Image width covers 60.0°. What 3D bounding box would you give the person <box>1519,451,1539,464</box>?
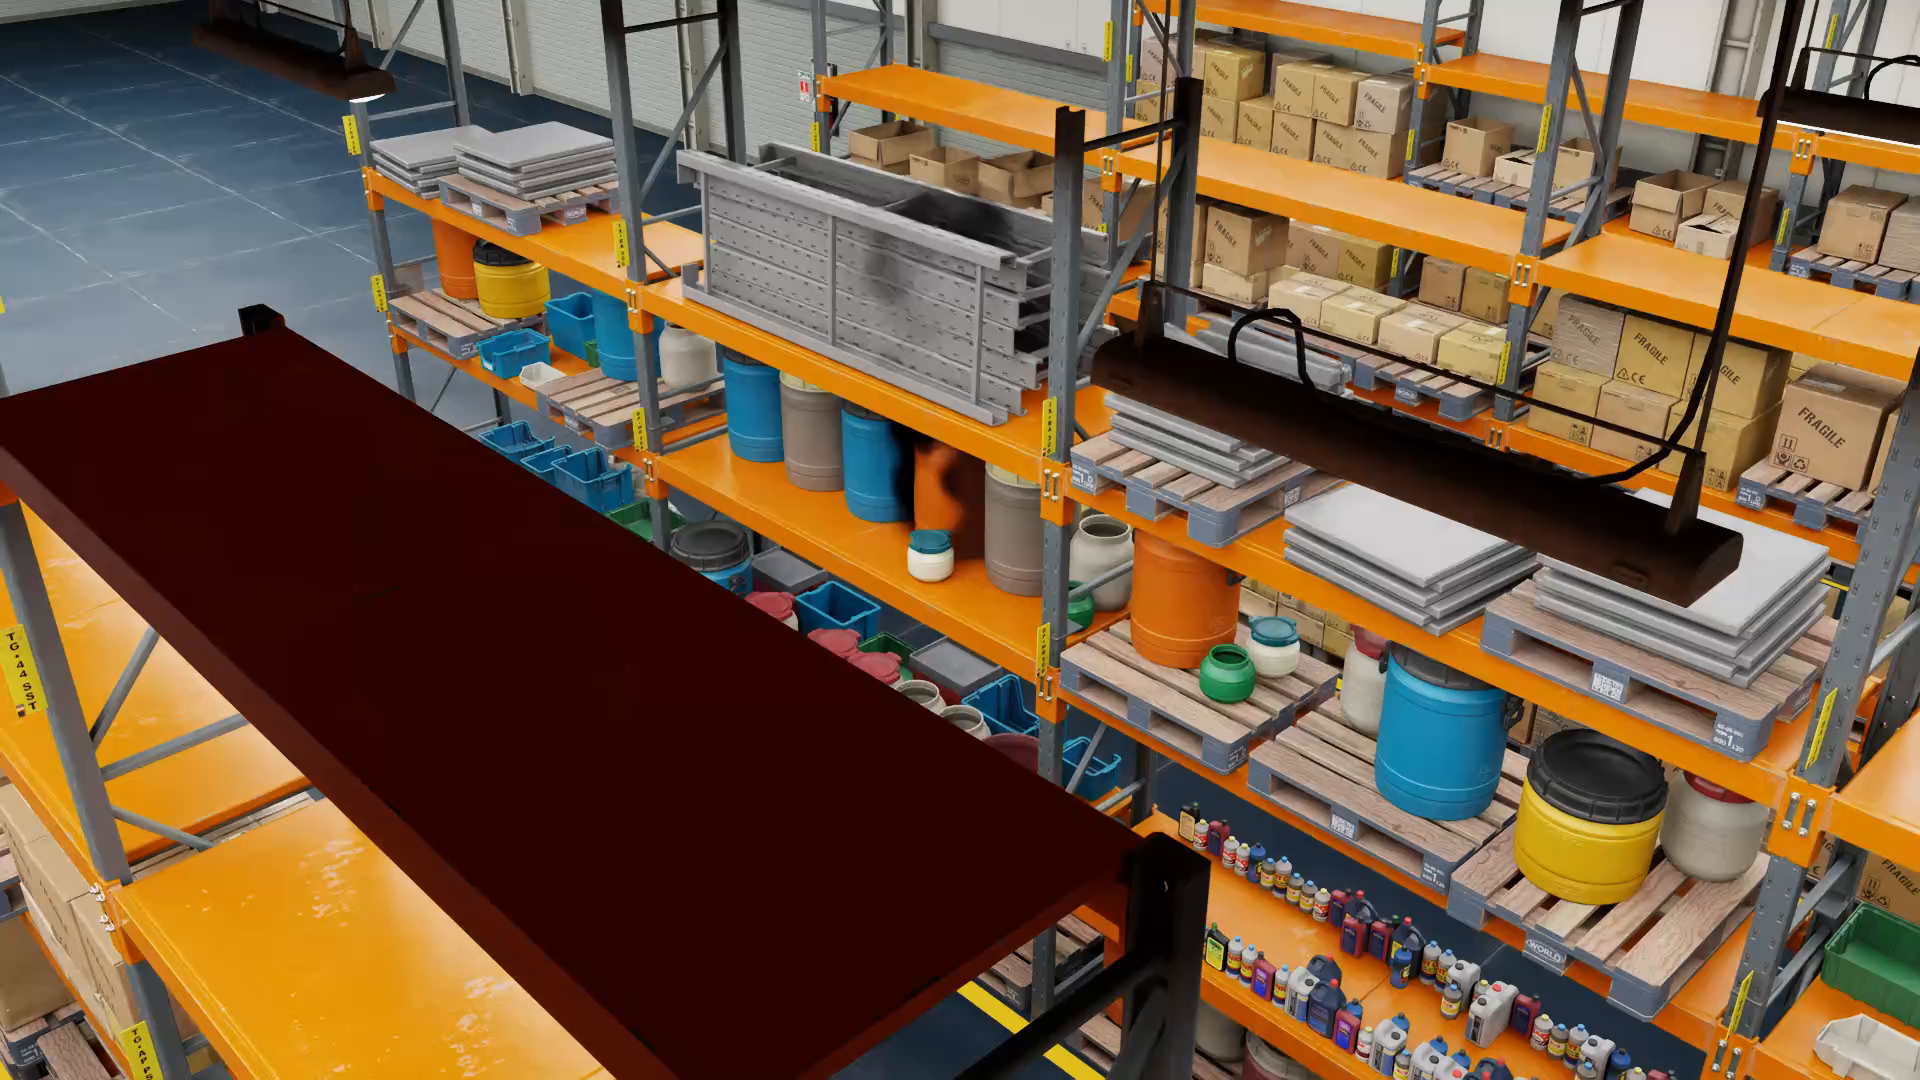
[{"bbox_3d":[5.266,-0.170,15.549,0.537,1.568,0.506,-23,36,-36],"label":"person"}]

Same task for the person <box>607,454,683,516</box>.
[{"bbox_3d":[-3.195,-0.732,16.395,0.736,1.755,0.676,13,31,23],"label":"person"}]
